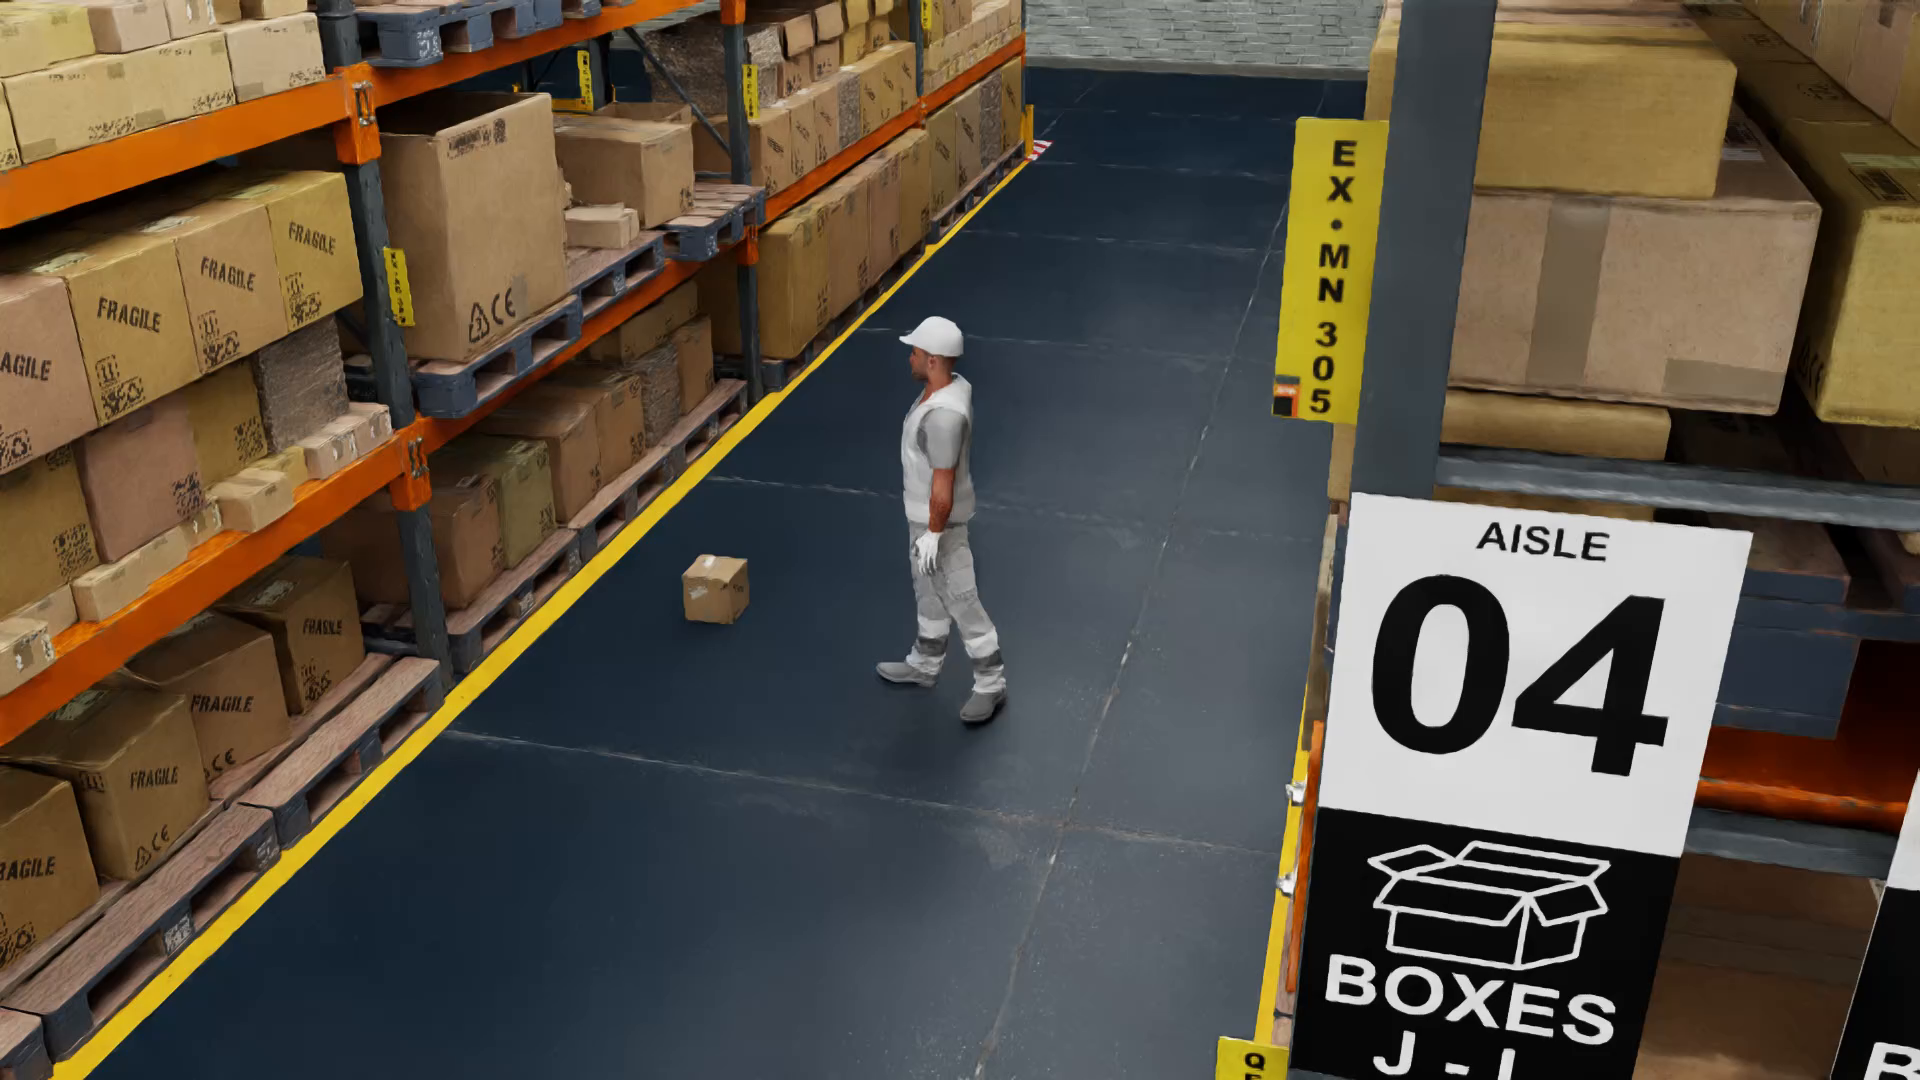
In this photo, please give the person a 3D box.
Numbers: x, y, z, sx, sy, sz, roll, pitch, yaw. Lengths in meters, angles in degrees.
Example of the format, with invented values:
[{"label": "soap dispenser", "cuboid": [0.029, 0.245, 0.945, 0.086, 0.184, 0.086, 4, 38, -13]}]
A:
[{"label": "person", "cuboid": [-0.096, -0.117, 7.329, 0.574, 1.793, 0.735, -2, 25, -5]}]
